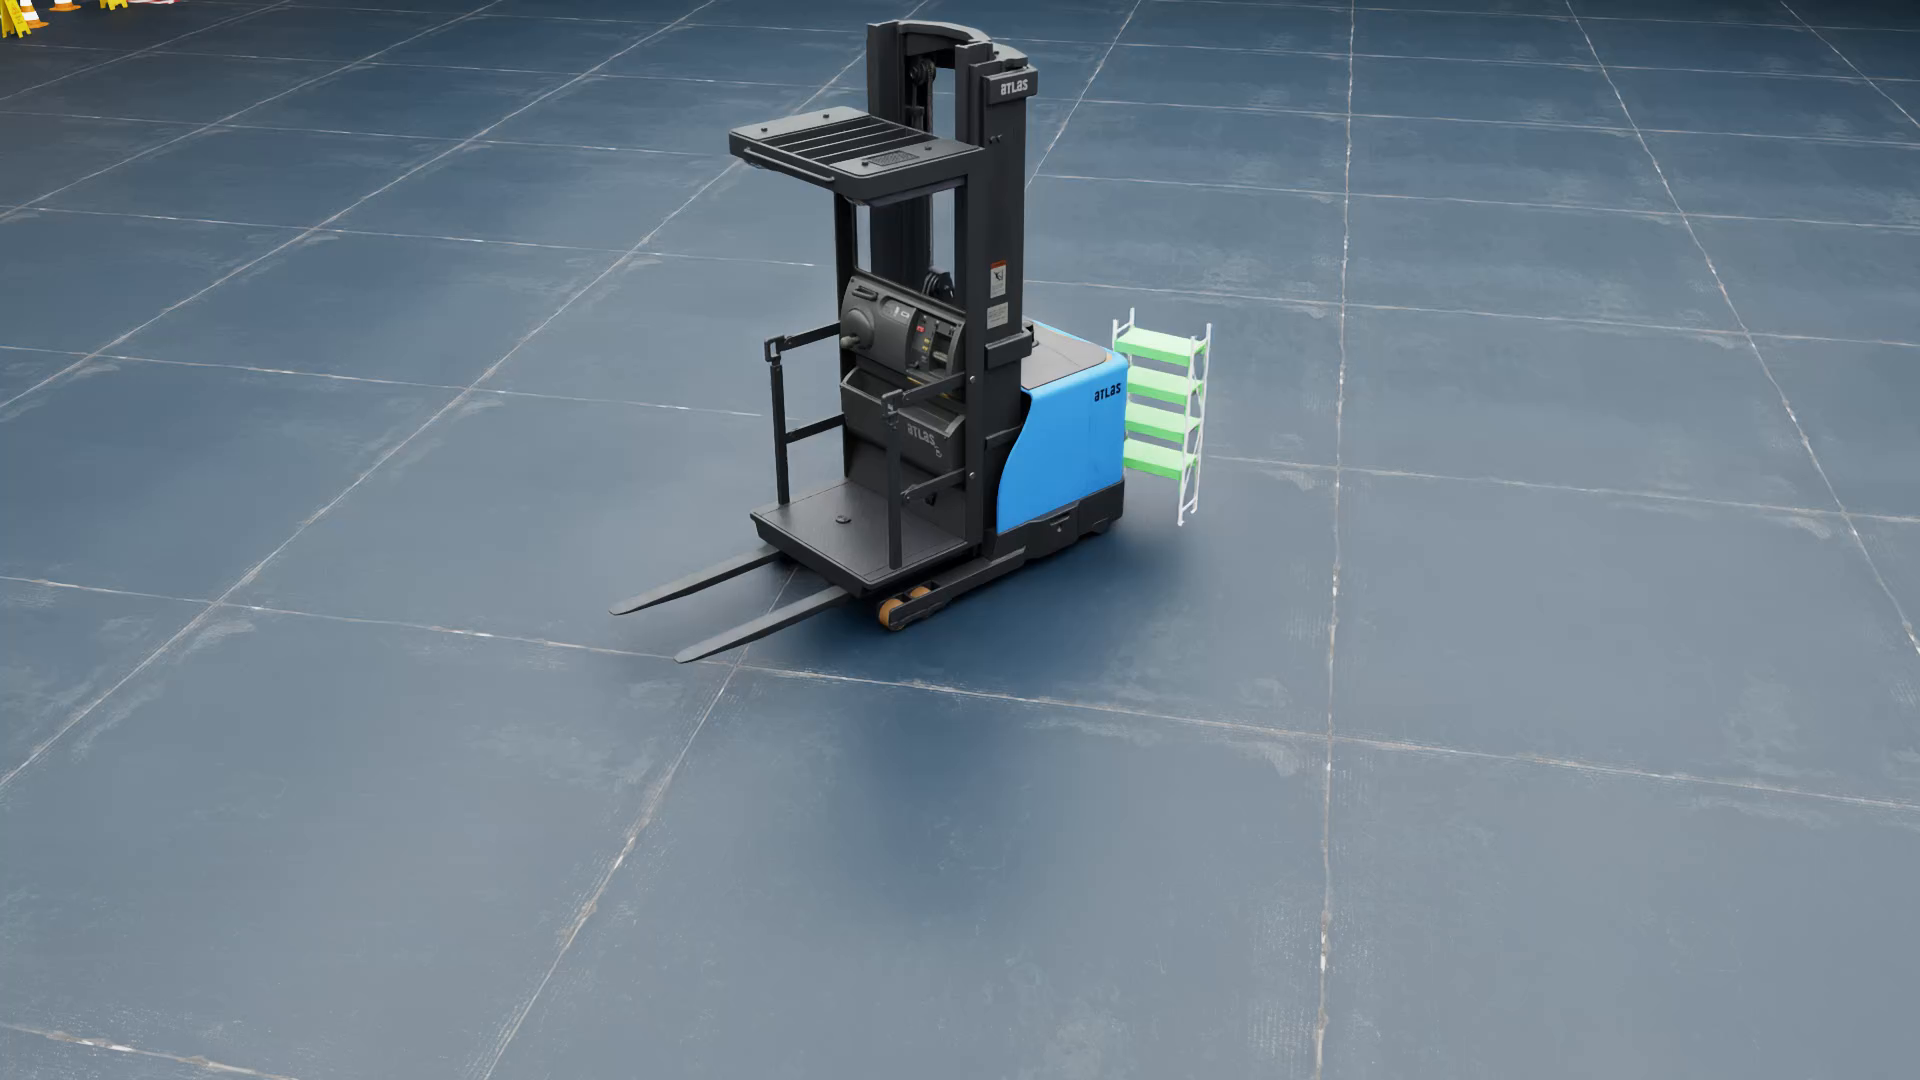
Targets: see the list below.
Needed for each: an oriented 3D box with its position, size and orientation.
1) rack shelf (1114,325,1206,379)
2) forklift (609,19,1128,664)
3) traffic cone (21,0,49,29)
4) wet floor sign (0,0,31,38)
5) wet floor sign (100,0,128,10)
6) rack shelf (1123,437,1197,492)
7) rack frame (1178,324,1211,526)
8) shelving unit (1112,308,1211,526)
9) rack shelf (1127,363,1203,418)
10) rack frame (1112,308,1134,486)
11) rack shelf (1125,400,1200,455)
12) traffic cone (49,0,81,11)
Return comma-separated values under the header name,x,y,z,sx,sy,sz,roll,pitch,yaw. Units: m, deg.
name,x,y,z,sx,sy,sz,roll,pitch,yaw
rack shelf,1.159,-1.088,9.621,0.480,0.148,0.258,16,33,27
forklift,-0.468,-1.087,8.683,3.031,2.935,1.130,-23,36,-36
traffic cone,-12.498,-7.128,22.289,0.334,0.463,0.336,6,29,11
wet floor sign,-12.402,-6.919,21.716,0.232,0.644,0.267,1,29,2
wet floor sign,-11.946,-7.805,23.335,0.232,0.644,0.267,17,33,28
rack shelf,1.158,-0.456,9.966,0.480,0.148,0.258,16,33,27
rack frame,1.367,-0.662,9.709,0.015,1.200,0.240,16,33,27
shelving unit,1.159,-0.723,9.820,0.503,1.200,0.258,16,33,27
rack shelf,1.159,-0.877,9.736,0.480,0.148,0.258,16,33,27
rack frame,0.950,-0.784,9.932,0.015,1.200,0.240,16,33,27
rack shelf,1.159,-0.667,9.851,0.480,0.148,0.258,16,33,27
traffic cone,-12.599,-7.684,23.303,0.334,0.463,0.336,6,29,11
